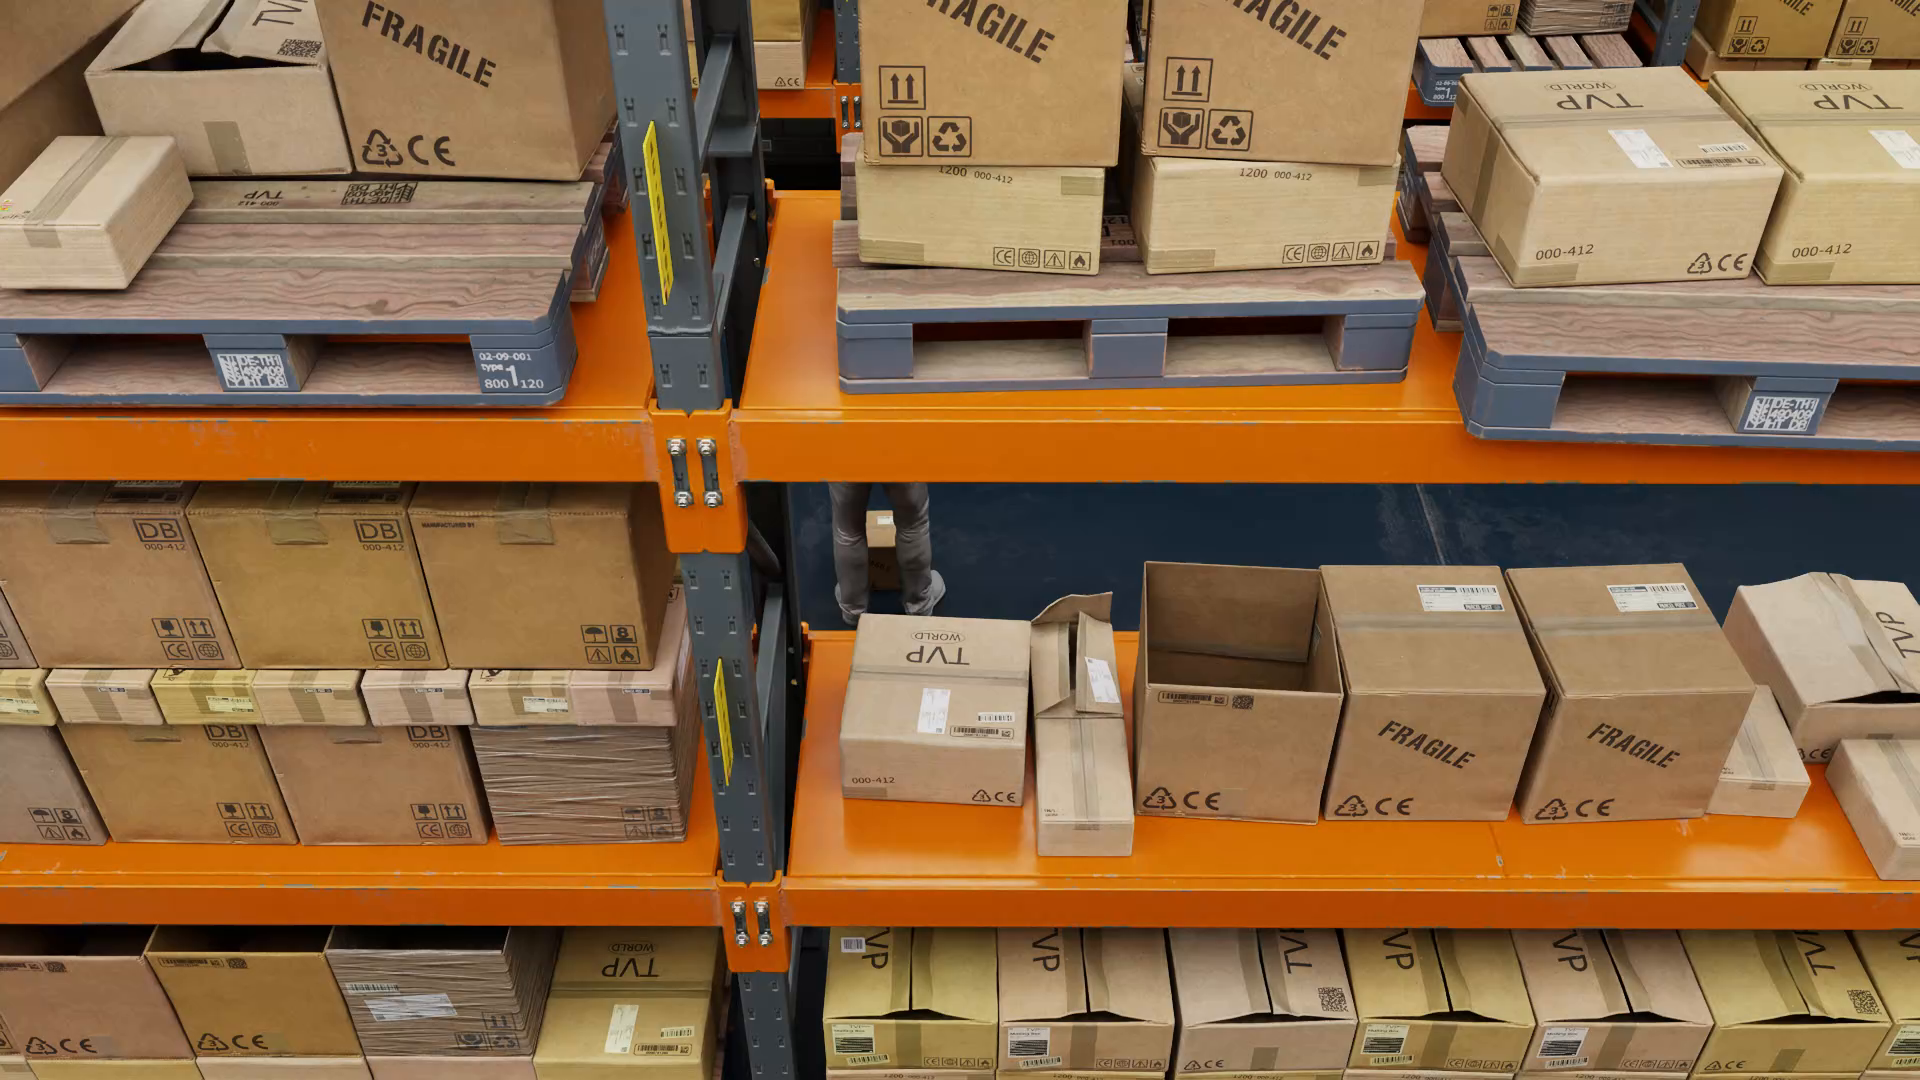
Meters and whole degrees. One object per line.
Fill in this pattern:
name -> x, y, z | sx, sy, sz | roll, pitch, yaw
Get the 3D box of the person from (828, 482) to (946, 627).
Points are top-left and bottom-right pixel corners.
person -> -0.339, -0.391, 6.618 | 0.625, 1.760, 0.460 | 0, 39, -1
